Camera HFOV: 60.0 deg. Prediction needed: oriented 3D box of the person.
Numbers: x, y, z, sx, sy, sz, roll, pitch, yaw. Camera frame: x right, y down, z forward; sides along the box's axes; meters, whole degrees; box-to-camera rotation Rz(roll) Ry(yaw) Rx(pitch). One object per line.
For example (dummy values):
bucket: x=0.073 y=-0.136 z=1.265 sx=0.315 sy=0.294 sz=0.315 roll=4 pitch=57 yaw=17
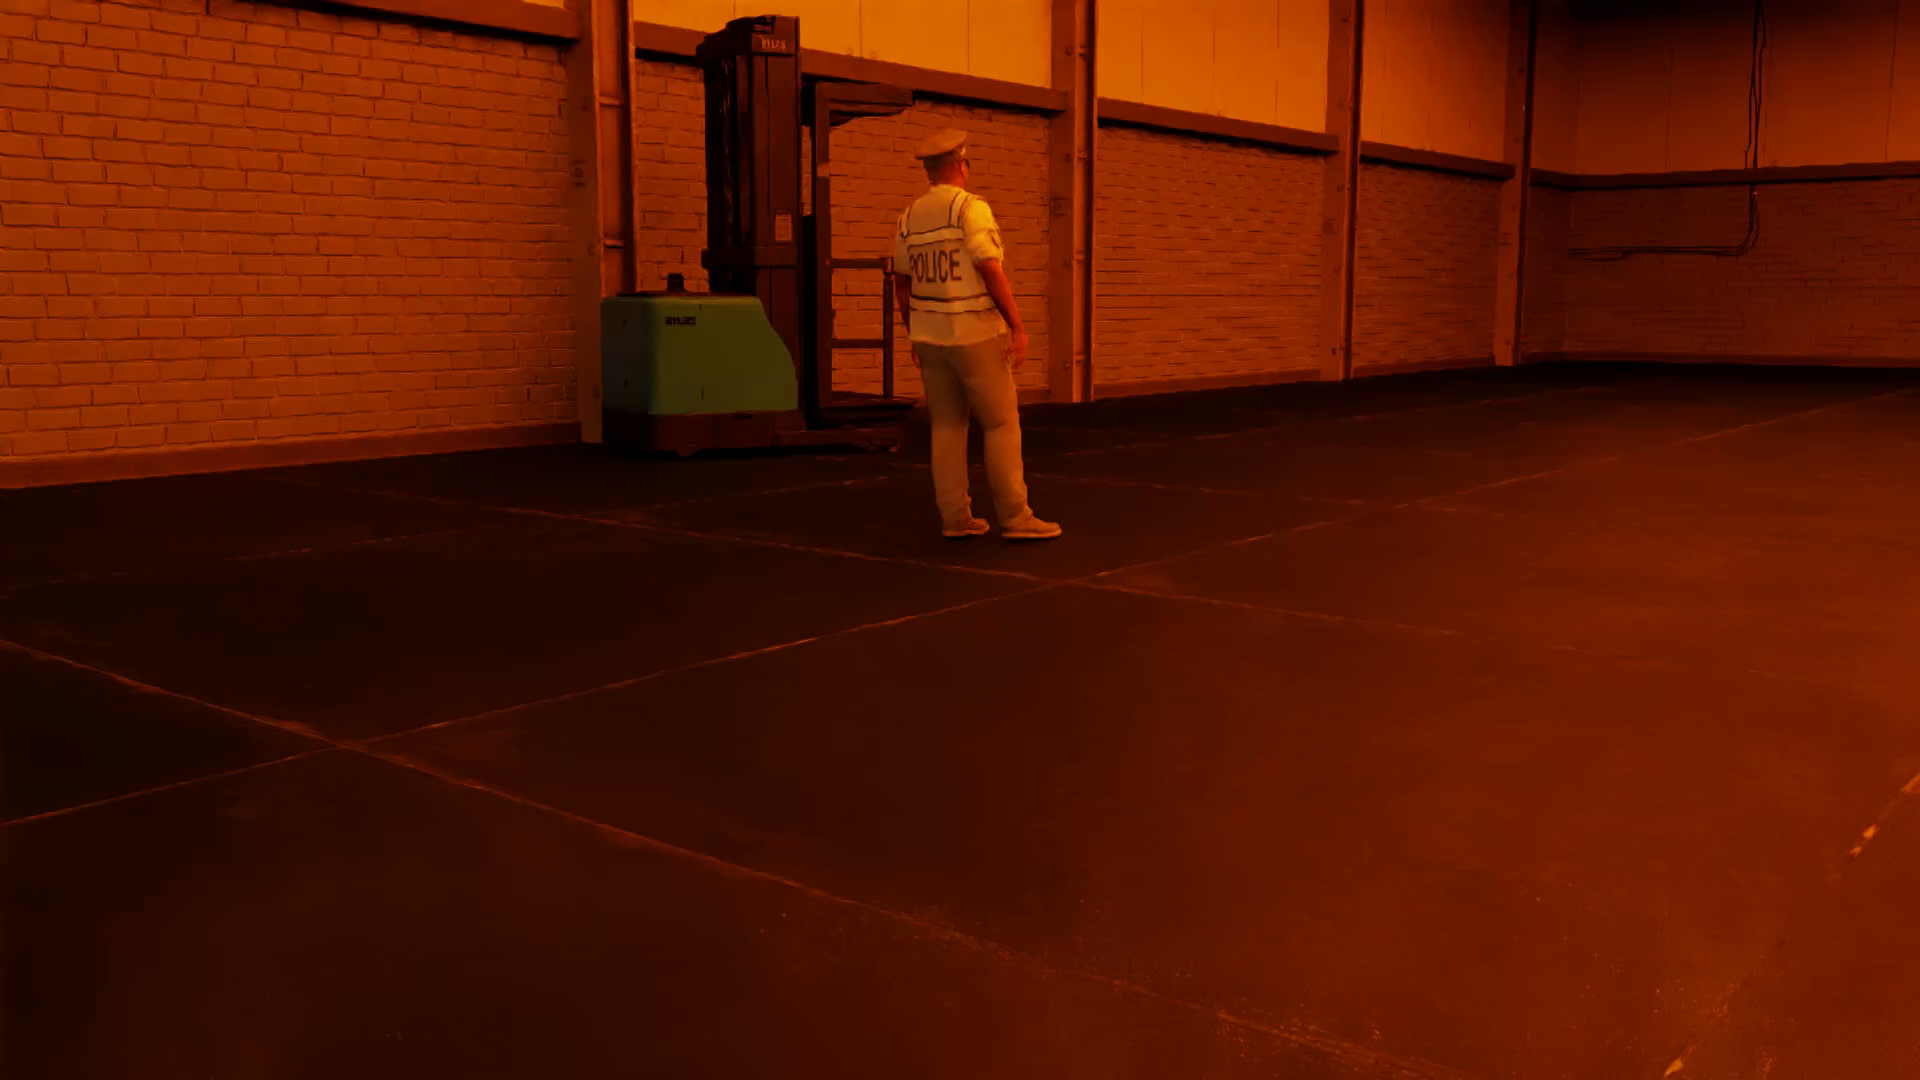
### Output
person: x=0.058 y=-0.897 z=7.327 sx=0.640 sy=1.781 sz=0.574 roll=7 pitch=11 yaw=38

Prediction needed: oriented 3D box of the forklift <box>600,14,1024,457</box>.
forklift: x=-0.984 y=-2.132 z=11.851 sx=3.031 sy=2.935 sz=1.130 roll=-5 pitch=10 yaw=-31
